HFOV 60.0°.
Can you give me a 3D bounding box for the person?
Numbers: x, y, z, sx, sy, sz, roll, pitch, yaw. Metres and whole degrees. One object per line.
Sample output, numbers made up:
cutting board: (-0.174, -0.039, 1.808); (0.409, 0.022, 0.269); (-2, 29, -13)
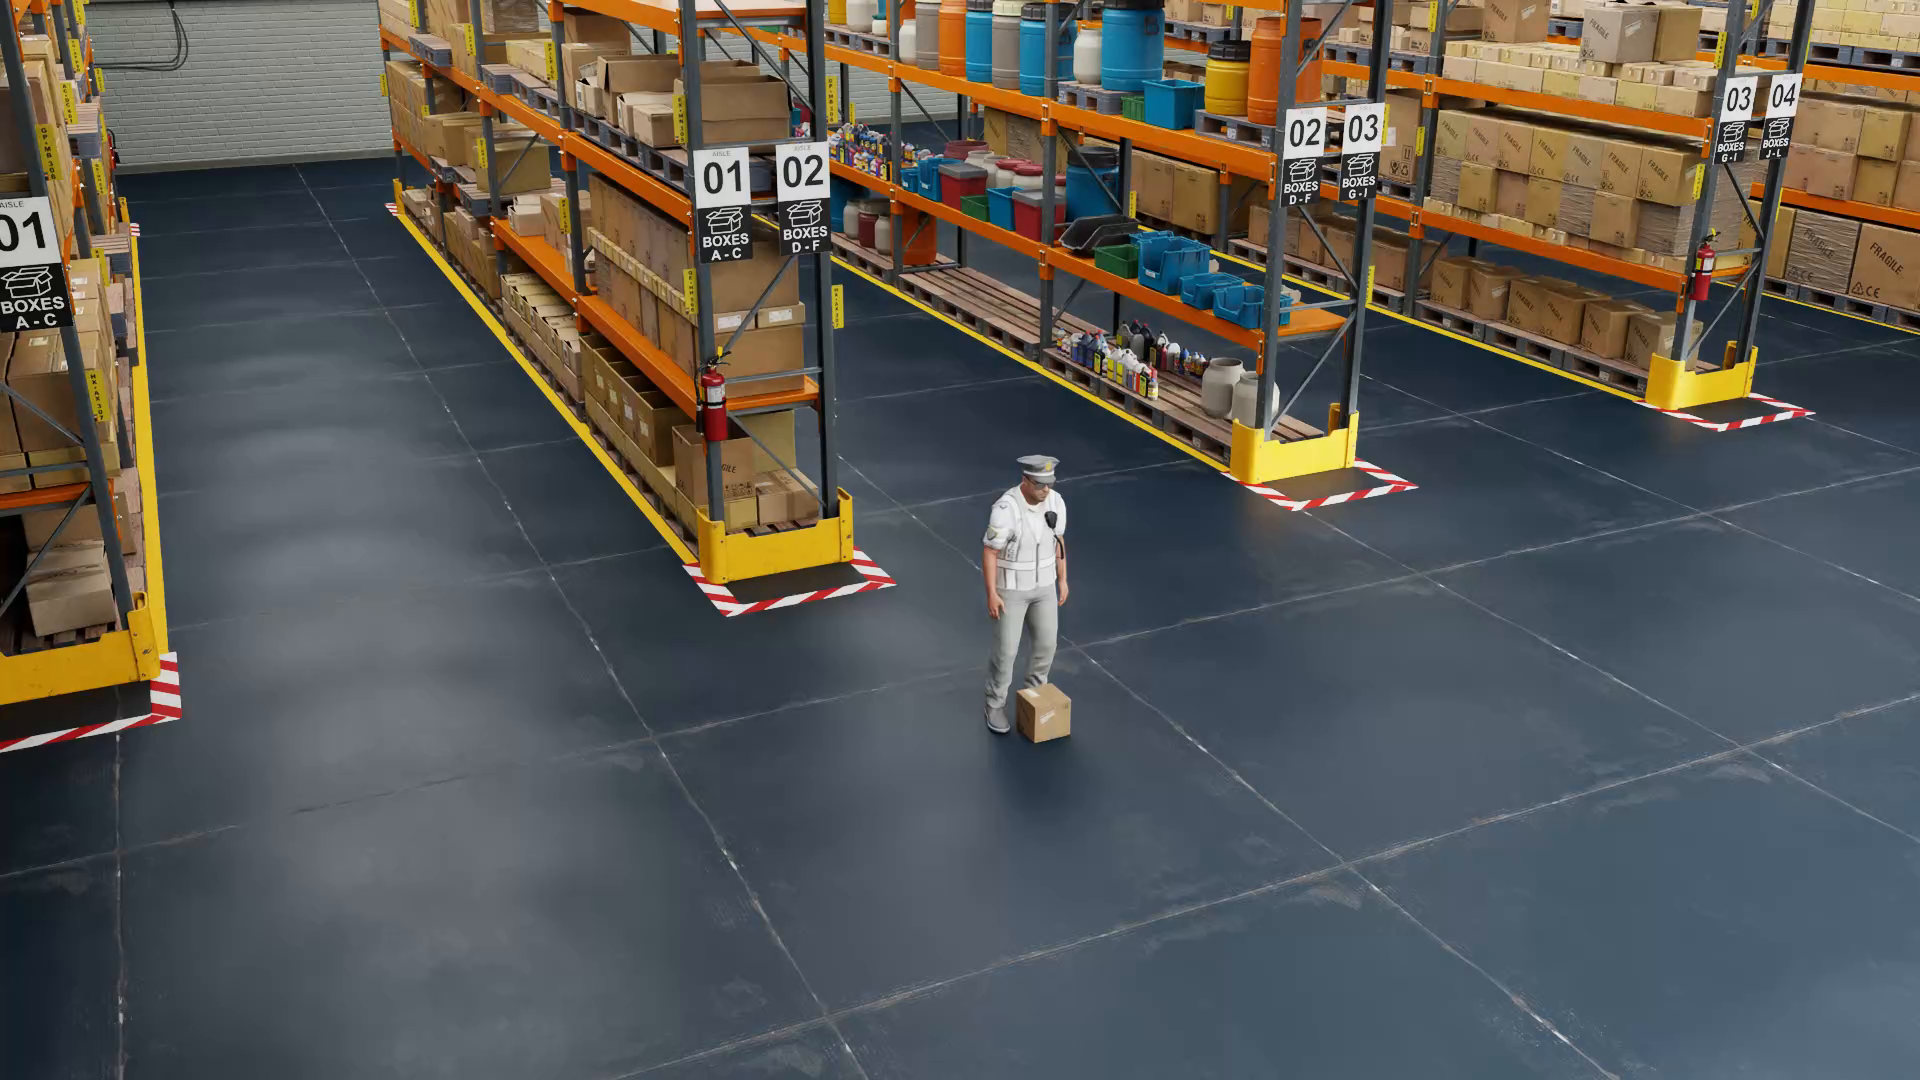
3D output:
person: (0.397, 0.287, 10.301); (0.606, 1.748, 0.435); (-12, 25, -27)
